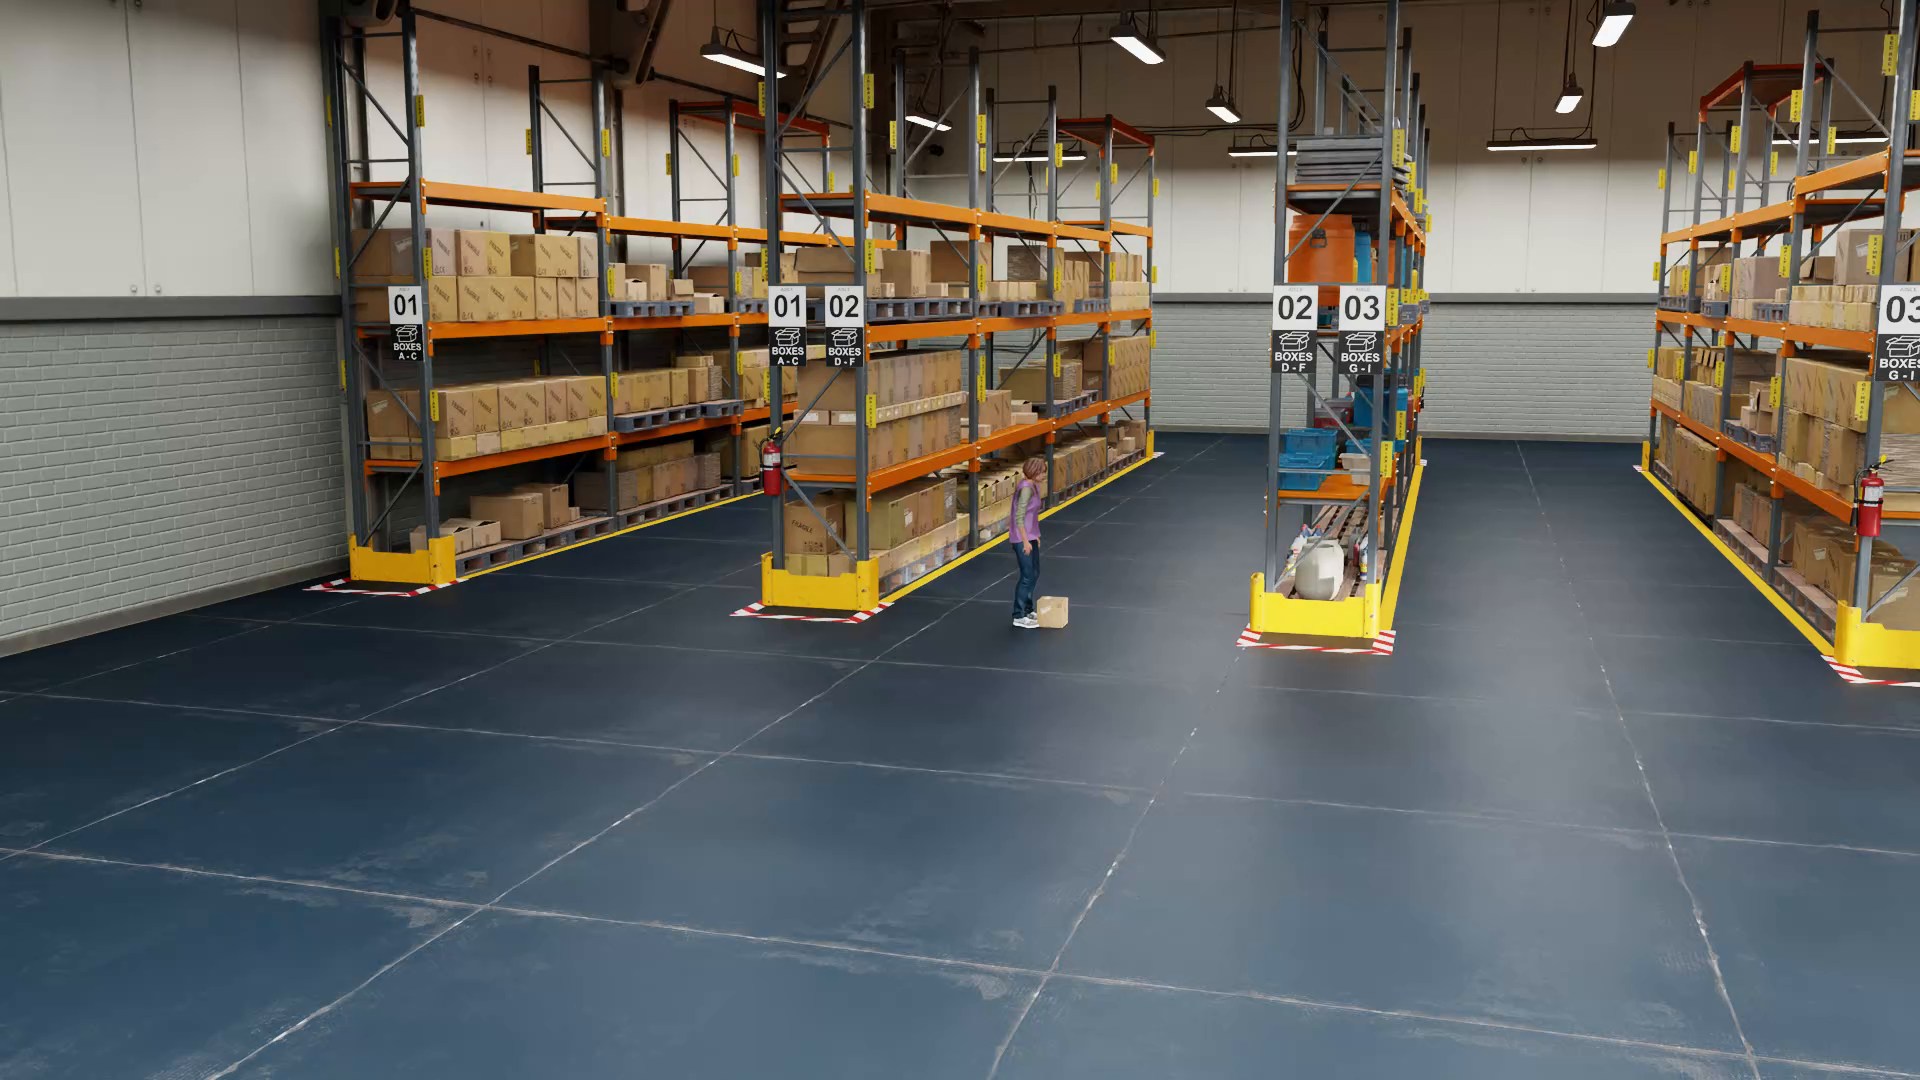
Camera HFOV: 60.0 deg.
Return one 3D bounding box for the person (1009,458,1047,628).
[{"bbox_3d":[0.643,0.013,15.788,0.343,1.593,0.462,3,9,16],"label":"person"}]
